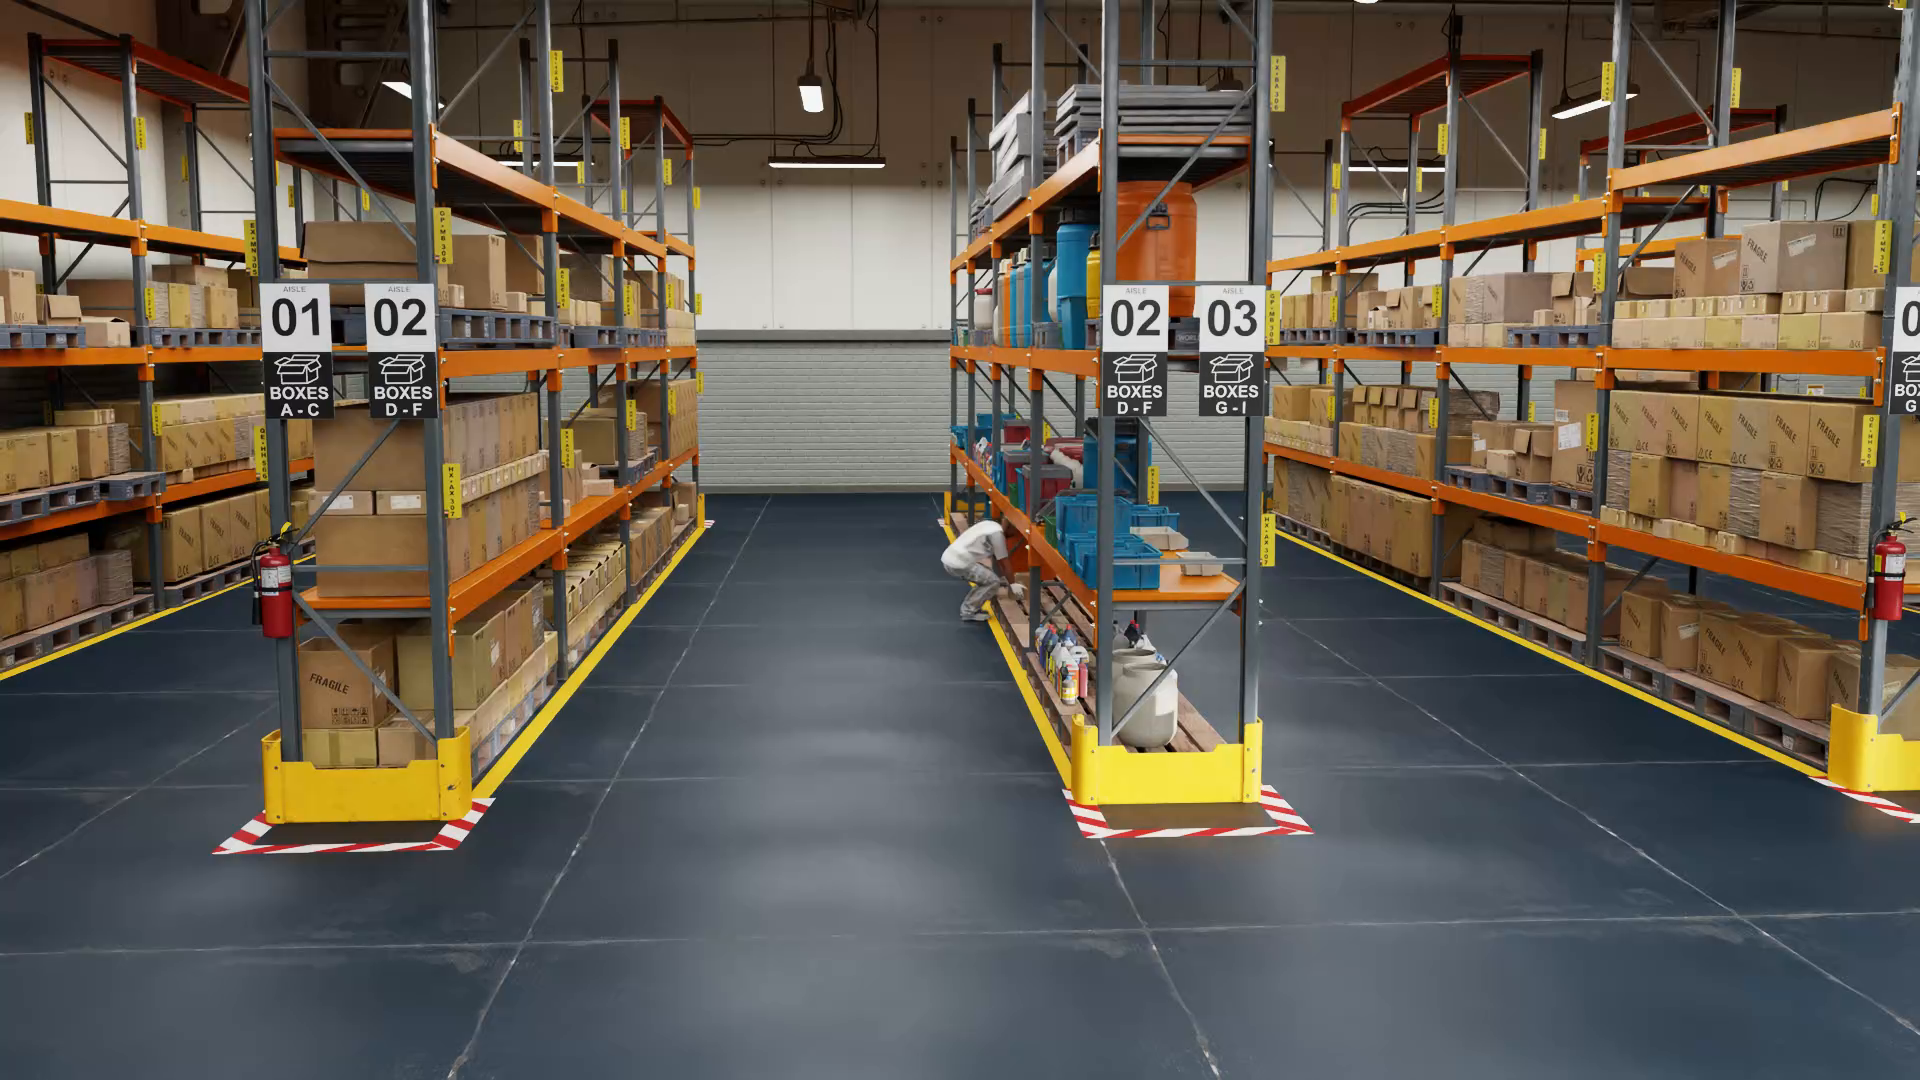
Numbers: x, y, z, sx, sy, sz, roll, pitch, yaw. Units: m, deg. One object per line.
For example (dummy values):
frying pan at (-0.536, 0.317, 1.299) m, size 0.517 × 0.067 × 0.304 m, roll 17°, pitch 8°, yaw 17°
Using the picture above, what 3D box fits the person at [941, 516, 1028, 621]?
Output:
person at (0.246, 0.262, 17.313) m, size 0.884 × 1.112 × 0.588 m, roll 0°, pitch 7°, yaw -4°
